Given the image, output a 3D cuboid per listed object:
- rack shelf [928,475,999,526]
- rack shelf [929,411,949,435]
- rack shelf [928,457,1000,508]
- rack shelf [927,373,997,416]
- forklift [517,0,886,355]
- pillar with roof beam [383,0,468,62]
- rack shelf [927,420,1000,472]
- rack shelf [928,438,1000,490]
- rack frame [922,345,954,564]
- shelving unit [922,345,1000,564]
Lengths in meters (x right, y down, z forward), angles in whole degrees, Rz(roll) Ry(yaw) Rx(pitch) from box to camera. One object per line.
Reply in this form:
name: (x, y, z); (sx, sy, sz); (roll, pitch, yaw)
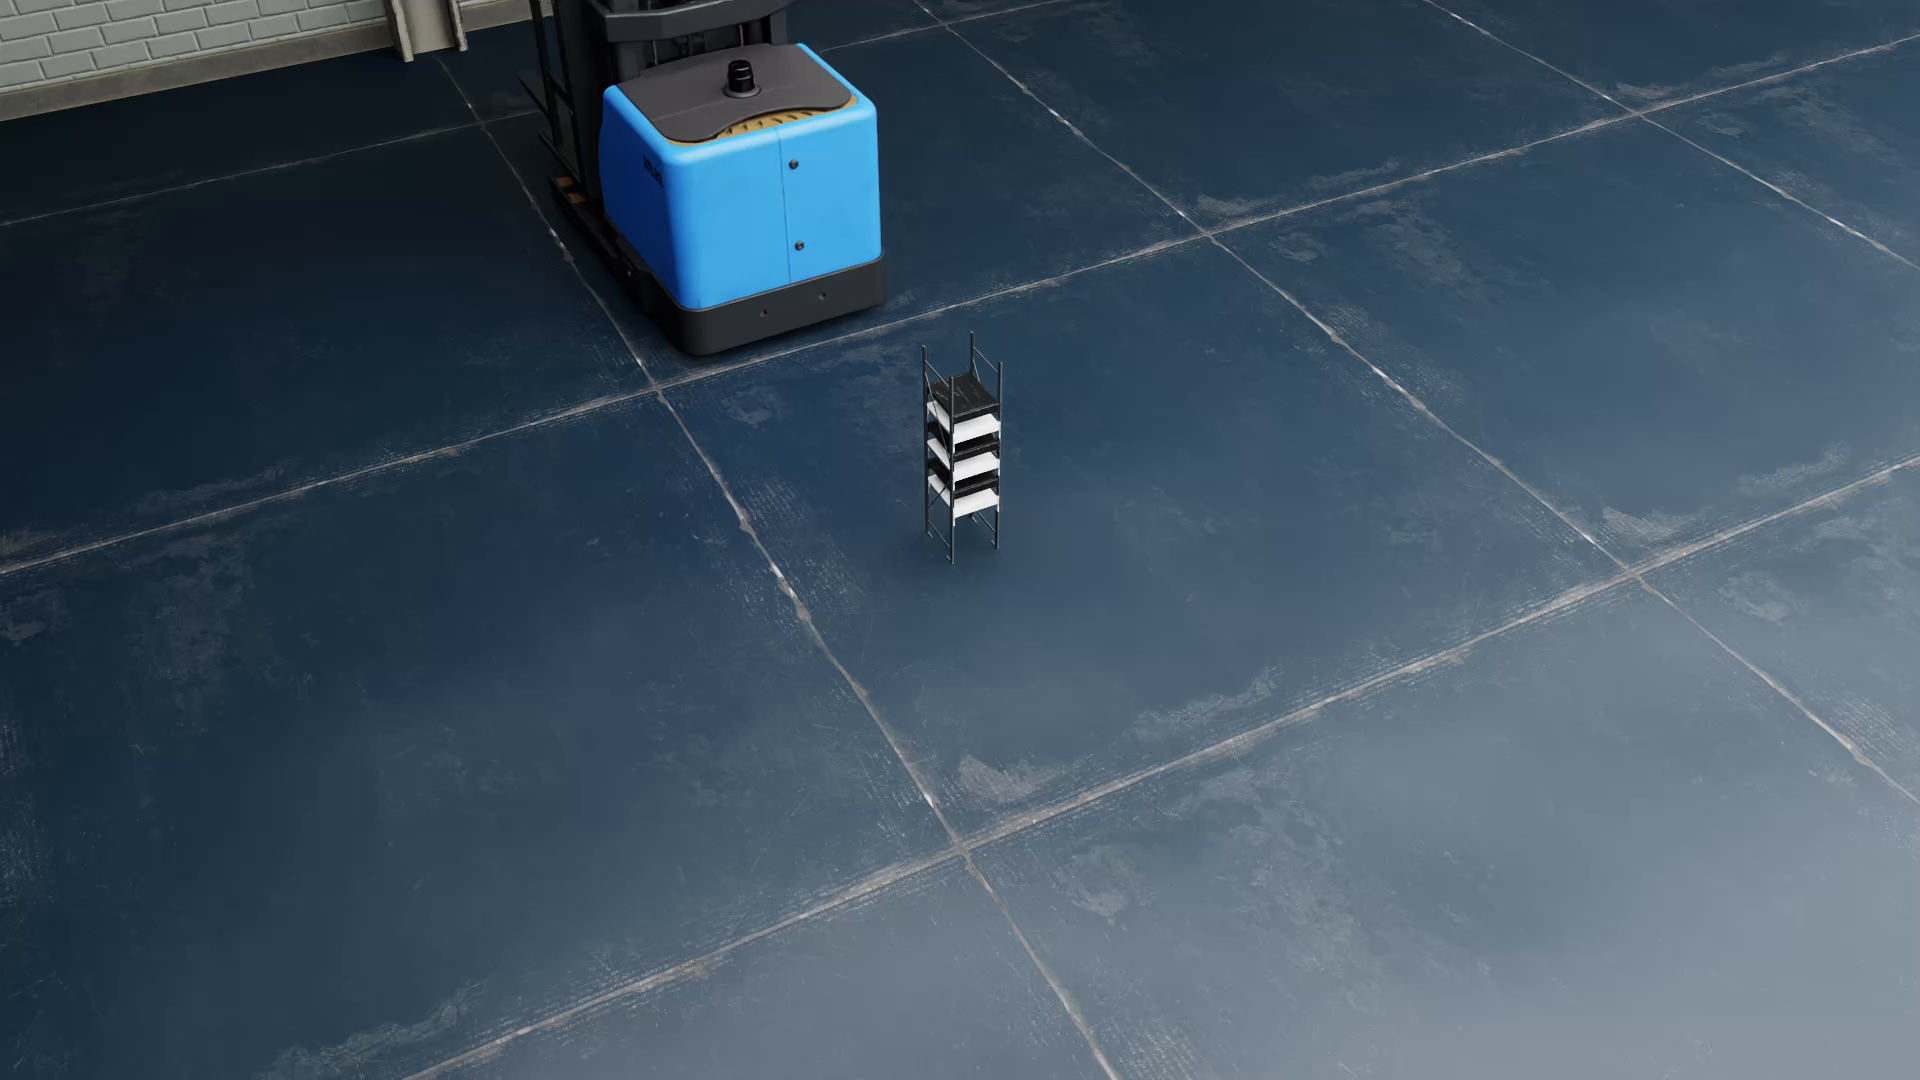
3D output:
rack shelf: (0.007, -0.183, 6.600); (0.200, 0.077, 0.258); (-19, 44, -21)
rack shelf: (0.007, -0.469, 6.358); (0.184, 0.015, 0.199); (-19, 44, -21)
rack shelf: (0.007, -0.252, 6.542); (0.200, 0.077, 0.258); (-19, 44, -21)
rack shelf: (0.007, -0.542, 6.296); (0.190, 0.026, 0.221); (-19, 44, -21)
forklift: (-1.519, -2.881, 7.935); (1.129, 2.867, 3.031); (-20, 44, -22)
pillar with roof beam: (-1.320, -4.052, 4.571); (0.400, 9.000, 9.100); (-19, 44, -21)
rack shelf: (0.007, -0.389, 6.425); (0.200, 0.077, 0.258); (-19, 44, -21)
rack shelf: (0.007, -0.320, 6.484); (0.200, 0.077, 0.258); (-19, 44, -21)
rack frame: (-0.083, -0.316, 6.426); (0.006, 0.900, 0.240); (-19, 44, -21)
shelving unit: (0.005, -0.345, 6.461); (0.205, 0.900, 0.258); (-19, 44, -21)
